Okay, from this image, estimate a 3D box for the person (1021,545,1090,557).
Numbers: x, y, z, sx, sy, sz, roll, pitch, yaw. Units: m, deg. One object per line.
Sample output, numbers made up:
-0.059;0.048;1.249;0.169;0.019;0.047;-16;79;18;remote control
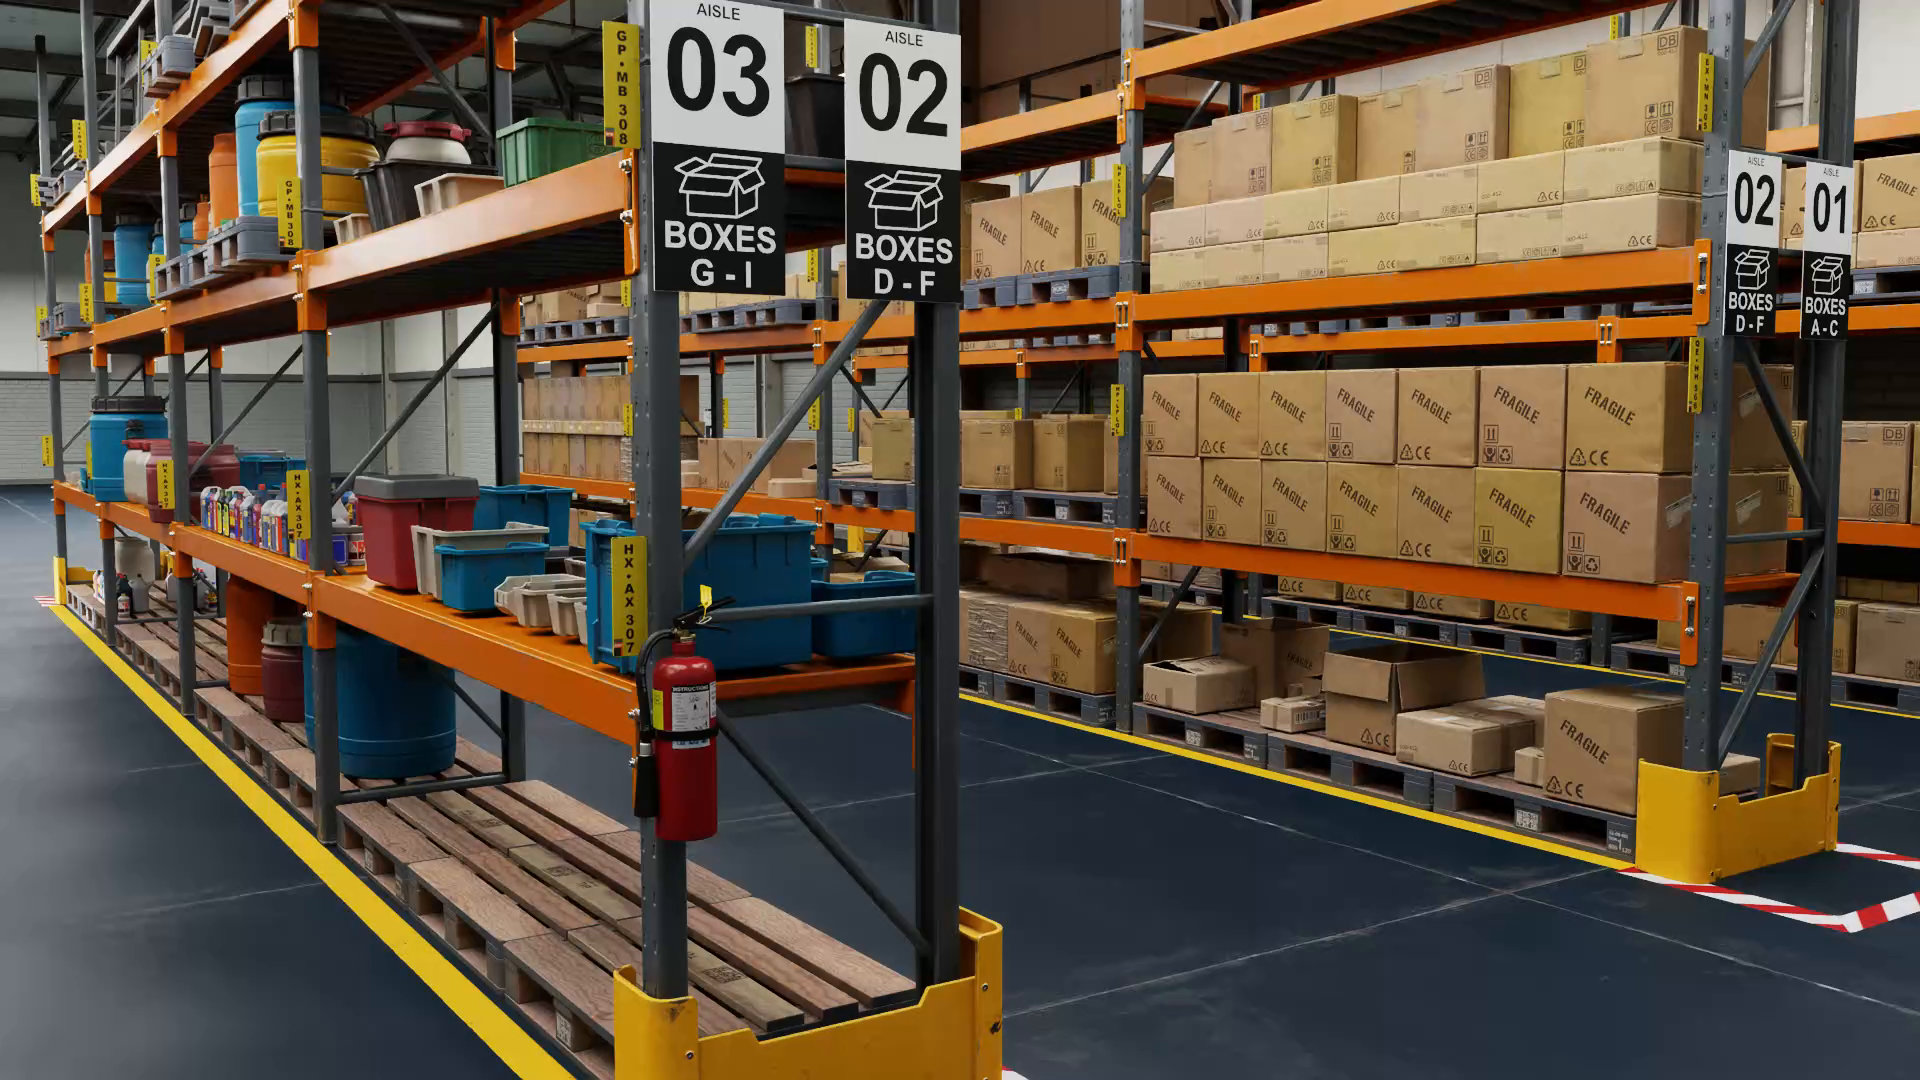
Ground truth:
0.941;0.119;15.521;0.805;1.504;0.555;-3;6;-35;person
